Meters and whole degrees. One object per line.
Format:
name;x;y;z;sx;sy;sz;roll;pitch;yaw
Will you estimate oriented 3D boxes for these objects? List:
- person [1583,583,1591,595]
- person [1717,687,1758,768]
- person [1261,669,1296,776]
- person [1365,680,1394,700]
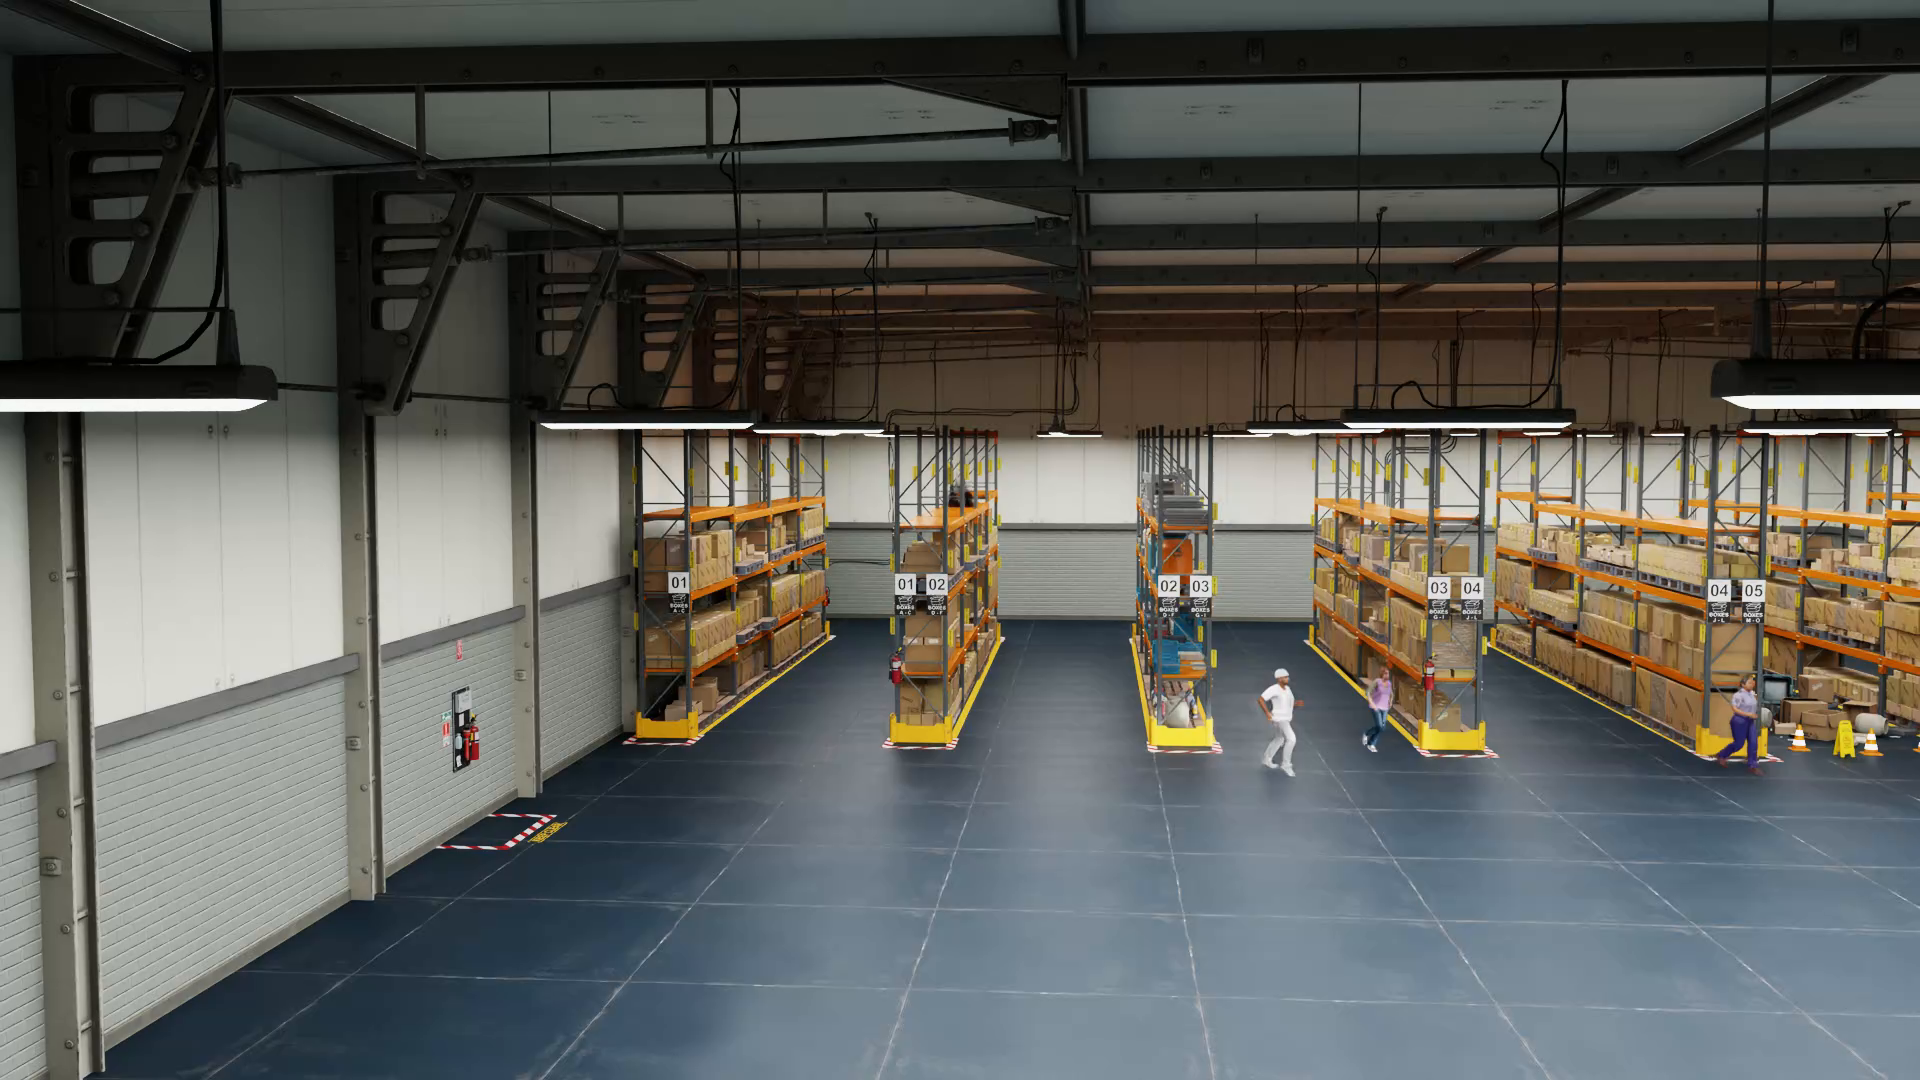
person;17.763;2.006;47.284;0.515;1.596;0.591;0;3;6
person;13.476;3.227;28.690;0.594;1.376;0.607;-2;4;-34
person;5.499;3.123;28.578;0.707;1.833;0.646;2;4;33
person;7.765;2.851;30.677;0.550;0.564;0.303;-1;4;-22
